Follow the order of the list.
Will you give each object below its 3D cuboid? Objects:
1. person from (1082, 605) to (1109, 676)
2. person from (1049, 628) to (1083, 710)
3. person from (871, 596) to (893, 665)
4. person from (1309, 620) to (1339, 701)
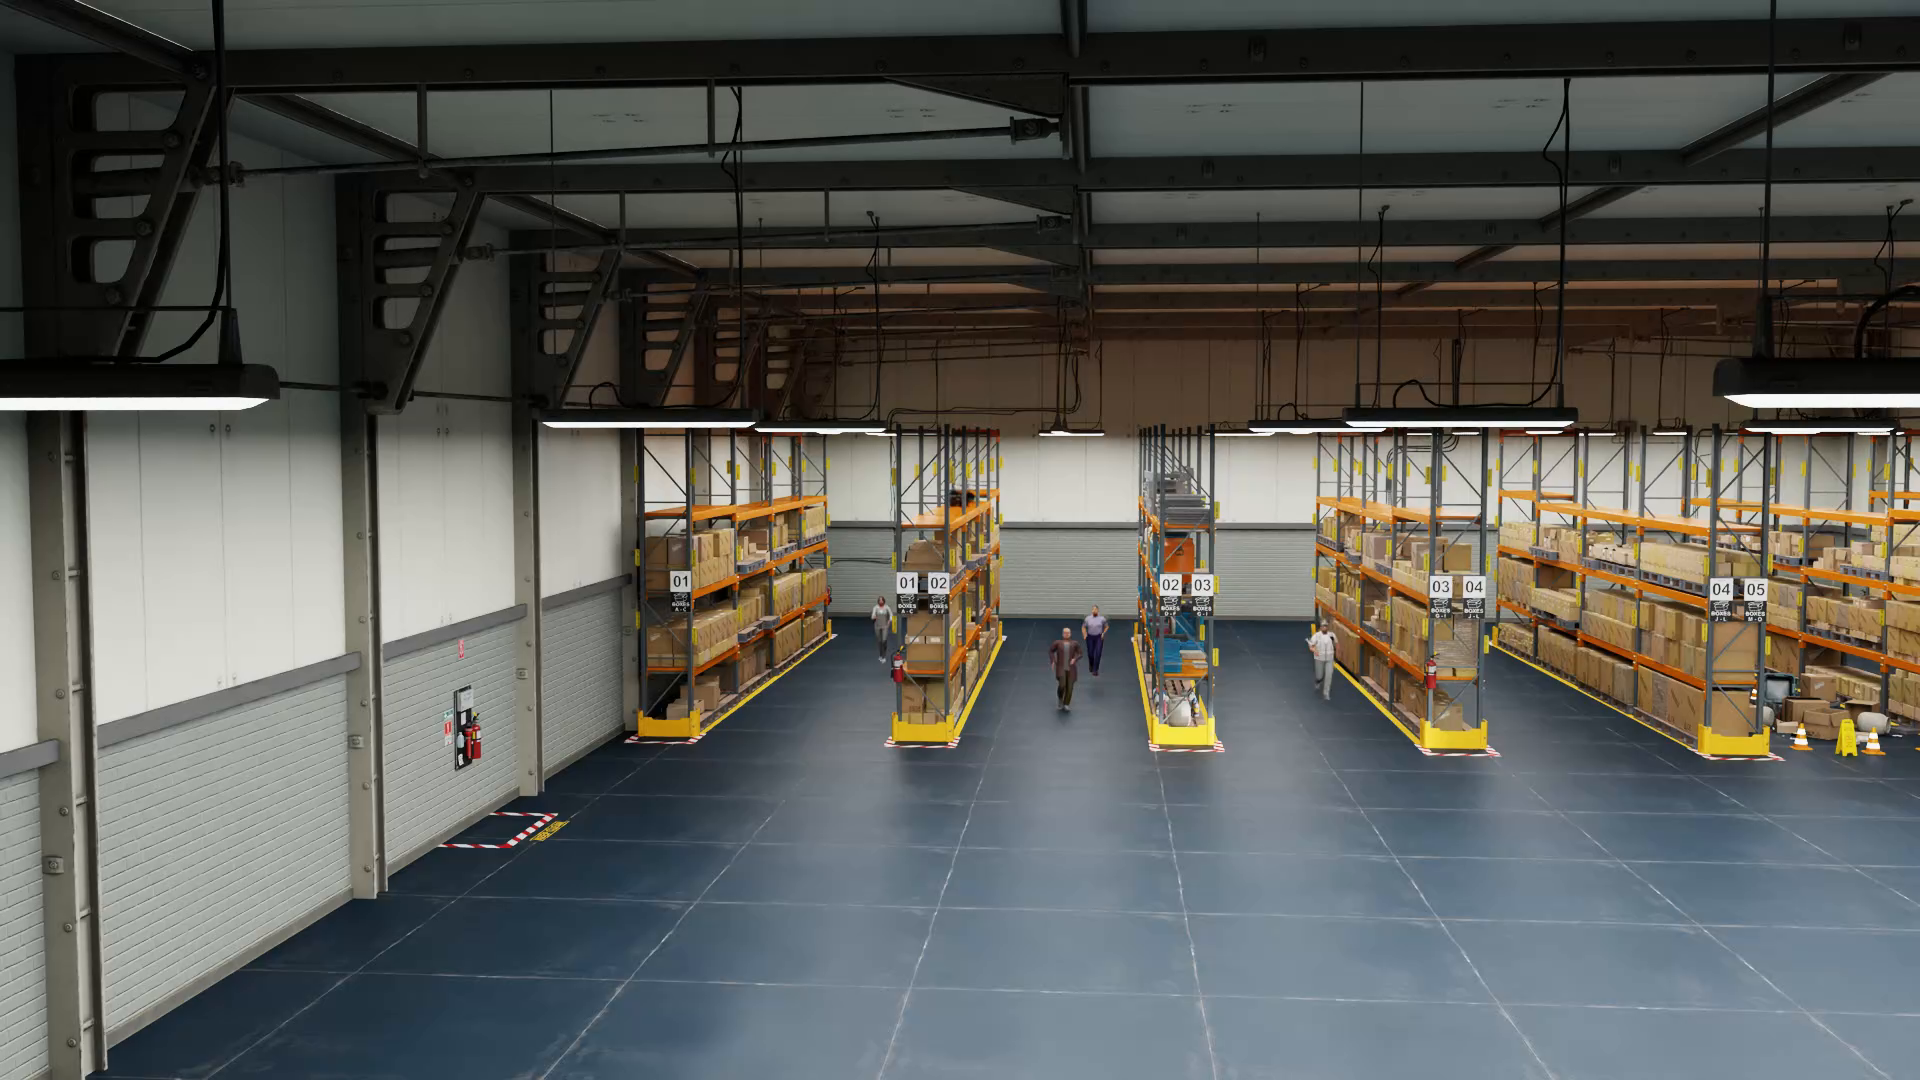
[{"bbox_3d":[3.124,2.316,38.431,0.614,1.596,0.517,0,3,5],"label":"person"},{"bbox_3d":[2.240,2.827,34.998,0.704,1.534,0.620,0,3,-2],"label":"person"},{"bbox_3d":[-1.906,2.201,40.486,0.514,1.679,0.645,0,3,2],"label":"person"},{"bbox_3d":[8.053,2.621,36.682,0.678,1.748,0.917,0,3,3],"label":"person"}]
